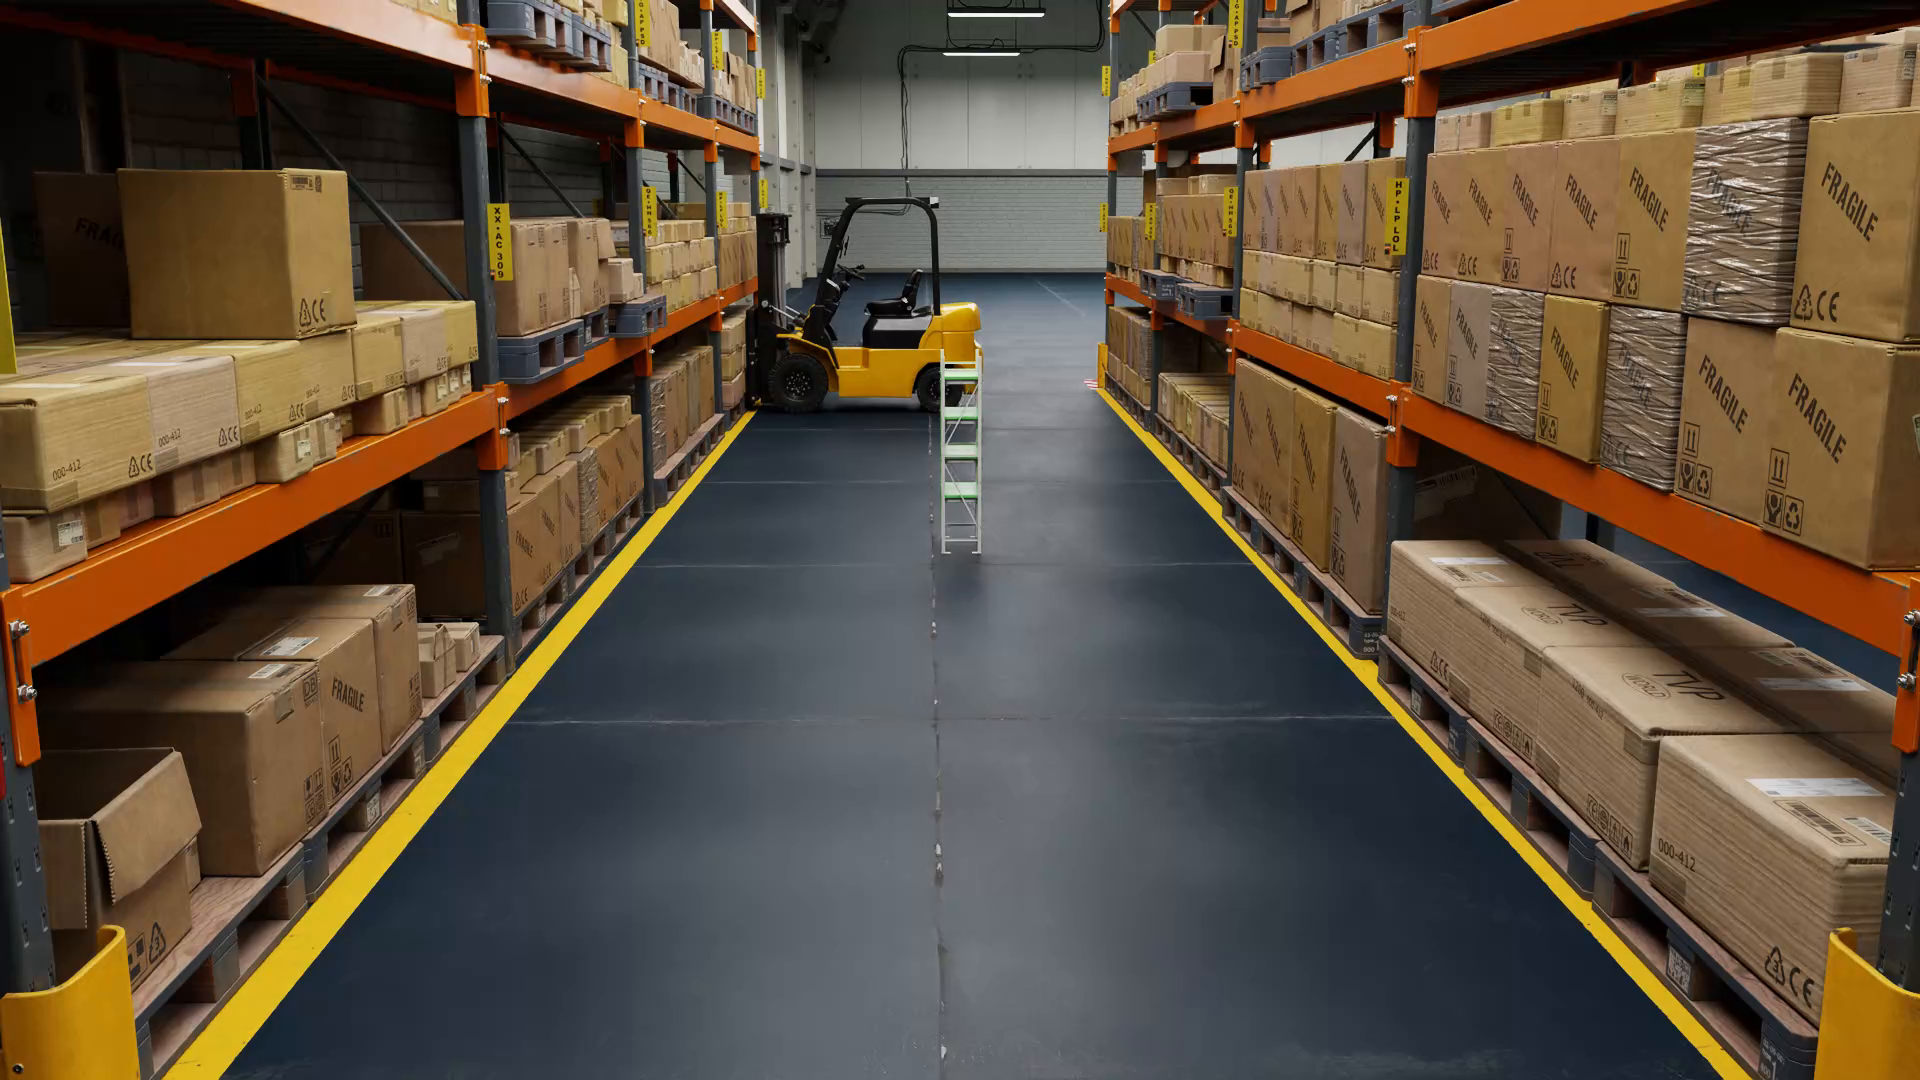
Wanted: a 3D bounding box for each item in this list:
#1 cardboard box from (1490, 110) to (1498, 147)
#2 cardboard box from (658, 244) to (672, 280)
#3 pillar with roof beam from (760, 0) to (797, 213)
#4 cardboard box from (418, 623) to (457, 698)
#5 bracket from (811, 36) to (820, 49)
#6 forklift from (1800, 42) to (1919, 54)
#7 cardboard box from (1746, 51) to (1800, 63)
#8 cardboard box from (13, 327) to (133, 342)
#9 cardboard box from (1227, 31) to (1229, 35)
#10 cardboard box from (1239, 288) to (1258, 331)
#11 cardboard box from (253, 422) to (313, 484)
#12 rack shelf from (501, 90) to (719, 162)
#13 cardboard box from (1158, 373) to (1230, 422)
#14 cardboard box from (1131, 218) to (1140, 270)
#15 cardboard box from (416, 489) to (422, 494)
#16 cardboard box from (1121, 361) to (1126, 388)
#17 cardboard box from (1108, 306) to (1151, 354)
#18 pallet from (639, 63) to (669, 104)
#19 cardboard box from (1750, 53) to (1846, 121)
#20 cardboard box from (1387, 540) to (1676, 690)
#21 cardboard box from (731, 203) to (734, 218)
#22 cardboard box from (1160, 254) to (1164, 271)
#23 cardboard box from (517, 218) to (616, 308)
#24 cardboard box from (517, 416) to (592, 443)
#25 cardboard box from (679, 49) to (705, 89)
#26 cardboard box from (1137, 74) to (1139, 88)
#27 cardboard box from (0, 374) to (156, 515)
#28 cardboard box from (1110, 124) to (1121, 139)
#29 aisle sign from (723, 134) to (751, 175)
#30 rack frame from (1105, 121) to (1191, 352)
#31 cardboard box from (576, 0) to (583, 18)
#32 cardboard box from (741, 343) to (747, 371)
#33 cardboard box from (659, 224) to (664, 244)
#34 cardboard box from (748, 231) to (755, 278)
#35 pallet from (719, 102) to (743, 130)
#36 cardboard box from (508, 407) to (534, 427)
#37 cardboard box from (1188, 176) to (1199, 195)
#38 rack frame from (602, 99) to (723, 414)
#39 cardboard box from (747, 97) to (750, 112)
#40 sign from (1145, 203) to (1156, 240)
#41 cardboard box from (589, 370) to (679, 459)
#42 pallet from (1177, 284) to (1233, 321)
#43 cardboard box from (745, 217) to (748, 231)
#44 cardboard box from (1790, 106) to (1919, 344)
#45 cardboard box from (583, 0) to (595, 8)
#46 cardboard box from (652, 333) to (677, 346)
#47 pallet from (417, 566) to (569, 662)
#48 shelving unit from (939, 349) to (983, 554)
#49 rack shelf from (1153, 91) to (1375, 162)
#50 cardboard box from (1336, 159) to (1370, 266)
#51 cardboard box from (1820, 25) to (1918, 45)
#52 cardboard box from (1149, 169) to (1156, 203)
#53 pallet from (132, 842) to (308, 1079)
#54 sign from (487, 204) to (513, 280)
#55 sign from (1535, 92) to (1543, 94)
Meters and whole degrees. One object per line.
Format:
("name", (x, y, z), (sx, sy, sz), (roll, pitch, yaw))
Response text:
("cardboard box", (2.252, -1.567, 6.340), (0.380, 0.149, 0.250), (0, 11, -2))
("cardboard box", (-2.383, -2.010, 12.040), (0.500, 0.250, 0.500), (0, 11, 1))
("pillar with roof beam", (0.271, -9.633, 35.410), (9.100, 9.000, 0.548), (0, 11, -1))
("cardboard box", (-2.213, 0.460, 6.565), (0.396, 0.266, 0.258), (0, 11, 1))
("bracket", (-3.864, -13.172, 43.799), (0.076, 0.066, 4.783), (0, 11, -1))
("forklift", (5.011, -1.333, 9.760), (1.130, 2.935, 3.031), (0, 11, 2))
("cardboard box", (7.488, -4.401, 15.487), (0.500, 0.250, 0.500), (0, 11, -1))
("cardboard box", (-2.744, -0.527, 5.239), (0.500, 0.250, 0.500), (0, 11, -1))
("cardboard box", (2.411, -4.198, 14.228), (0.500, 0.250, 0.500), (0, 11, 0))
("cardboard box", (2.112, -1.499, 10.779), (0.500, 0.250, 0.500), (0, 11, -2))
("cardboard box", (-2.153, -0.259, 4.922), (0.380, 0.149, 0.250), (-1, 11, -3))
("rack shelf", (-2.650, -3.164, 12.877), (1.077, 0.370, 4.000), (0, 11, -1))
("cardboard box", (2.285, -1.279, 14.873), (0.950, 0.372, 0.625), (0, 11, 0))
("cardboard box", (1.981, -2.953, 16.571), (0.500, 0.500, 0.500), (0, 11, 0))
("cardboard box", (-2.833, -0.030, 8.393), (0.500, 0.500, 0.500), (-1, 11, -4))
("cardboard box", (1.956, -1.748, 17.488), (0.500, 0.250, 0.500), (1, 11, 3))
("cardboard box", (1.930, -2.320, 18.425), (0.500, 0.500, 0.500), (-1, 11, -3))
("pallet", (-2.712, -3.161, 11.528), (1.213, 0.211, 1.003), (0, 11, 1))
("cardboard box", (2.193, -1.109, 4.083), (0.380, 0.149, 0.250), (0, 11, -2))
("cardboard box", (2.342, 0.300, 6.925), (0.875, 0.438, 0.875), (0, 11, -2))
("cardboard box", (-2.518, -3.377, 17.029), (0.380, 0.149, 0.250), (0, 11, 0))
("cardboard box", (1.967, -2.437, 14.603), (0.380, 0.149, 0.250), (0, 11, 0))
("cardboard box", (-2.390, -1.582, 9.497), (0.797, 0.503, 0.637), (-1, 11, -2))
("cardboard box", (-2.382, -0.642, 9.778), (0.380, 0.149, 0.250), (0, 11, -2))
("cardboard box", (-2.433, -3.983, 14.018), (0.500, 0.311, 0.500), (-1, 11, -3))
("cardboard box", (1.952, -4.523, 16.391), (0.380, 0.149, 0.250), (0, 11, 0))
("cardboard box", (-2.183, -0.223, 3.741), (0.500, 0.250, 0.500), (0, 11, -1))
("cardboard box", (1.871, -4.540, 18.482), (0.380, 0.149, 0.250), (0, 11, -1))
("aisle sign", (-2.482, -4.528, 18.795), (0.394, 0.787, 0.004), (0, 11, -1))
("rack frame", (2.189, -3.261, 19.087), (1.000, 3.000, 0.127), (0, 11, -1))
("cardboard box", (-2.192, -2.822, 8.706), (0.380, 0.149, 0.250), (0, 11, 0))
("cardboard box", (-2.404, -1.845, 16.712), (0.500, 0.250, 0.500), (0, 11, -2))
("cardboard box", (-2.377, -2.237, 12.157), (0.380, 0.149, 0.250), (0, 11, -1))
("cardboard box", (-2.500, -3.089, 17.987), (0.500, 0.500, 0.500), (0, 11, 1))
("pallet", (-2.757, -4.282, 16.802), (1.003, 0.211, 1.213), (0, 11, -1))
("cardboard box", (-2.846, -0.741, 10.266), (0.380, 0.149, 0.250), (0, 11, 0))
("cardboard box", (2.053, -2.874, 13.492), (0.380, 0.149, 0.250), (0, 11, 2))
("rack frame", (-2.691, -2.444, 15.064), (1.000, 3.000, 0.127), (0, 11, -1))
("cardboard box", (-2.453, -4.678, 17.852), (0.380, 0.149, 0.250), (-1, 11, -3))
("sign", (1.729, -2.886, 15.063), (0.100, 0.325, 0.005), (0, 11, -1))
("cardboard box", (-2.629, -0.945, 12.590), (0.875, 0.625, 0.625), (0, 11, 1))
("pallet", (2.233, -1.718, 11.964), (1.213, 0.211, 1.003), (0, 11, -1))
("cardboard box", (-2.508, -3.436, 18.069), (0.380, 0.149, 0.250), (0, 11, 0))
("cardboard box", (2.271, -0.714, 3.768), (0.500, 0.500, 0.500), (0, 11, 1))
("cardboard box", (-2.287, -3.112, 9.437), (0.380, 0.149, 0.250), (0, 11, -2))
("cardboard box", (-2.895, -1.890, 15.674), (0.500, 0.250, 0.500), (0, 11, 0))
("pallet", (-2.581, 0.351, 8.298), (1.003, 0.211, 1.213), (0, 11, -1))
("shelving unit", (0.003, -0.555, 10.278), (0.258, 1.200, 0.503), (0, 11, -1))
("rack shelf", (2.313, -3.185, 12.981), (1.077, 0.370, 4.000), (0, 11, -1))
("cardboard box", (2.158, -1.605, 8.159), (0.500, 0.500, 0.500), (0, 11, 0))
("cardboard box", (6.985, -3.829, 12.785), (0.500, 0.500, 0.500), (0, 11, -1))
("cardboard box", (2.420, -3.744, 17.956), (0.700, 0.500, 0.500), (0, 11, -1))
("pallet", (-2.462, 1.134, 4.438), (1.003, 0.211, 1.213), (0, 11, -1))
("sign", (-1.984, -1.282, 7.157), (0.100, 0.325, 0.005), (0, 11, -1))
("sign", (6.580, -5.237, 18.888), (0.100, 0.325, 0.005), (0, 11, -1))
